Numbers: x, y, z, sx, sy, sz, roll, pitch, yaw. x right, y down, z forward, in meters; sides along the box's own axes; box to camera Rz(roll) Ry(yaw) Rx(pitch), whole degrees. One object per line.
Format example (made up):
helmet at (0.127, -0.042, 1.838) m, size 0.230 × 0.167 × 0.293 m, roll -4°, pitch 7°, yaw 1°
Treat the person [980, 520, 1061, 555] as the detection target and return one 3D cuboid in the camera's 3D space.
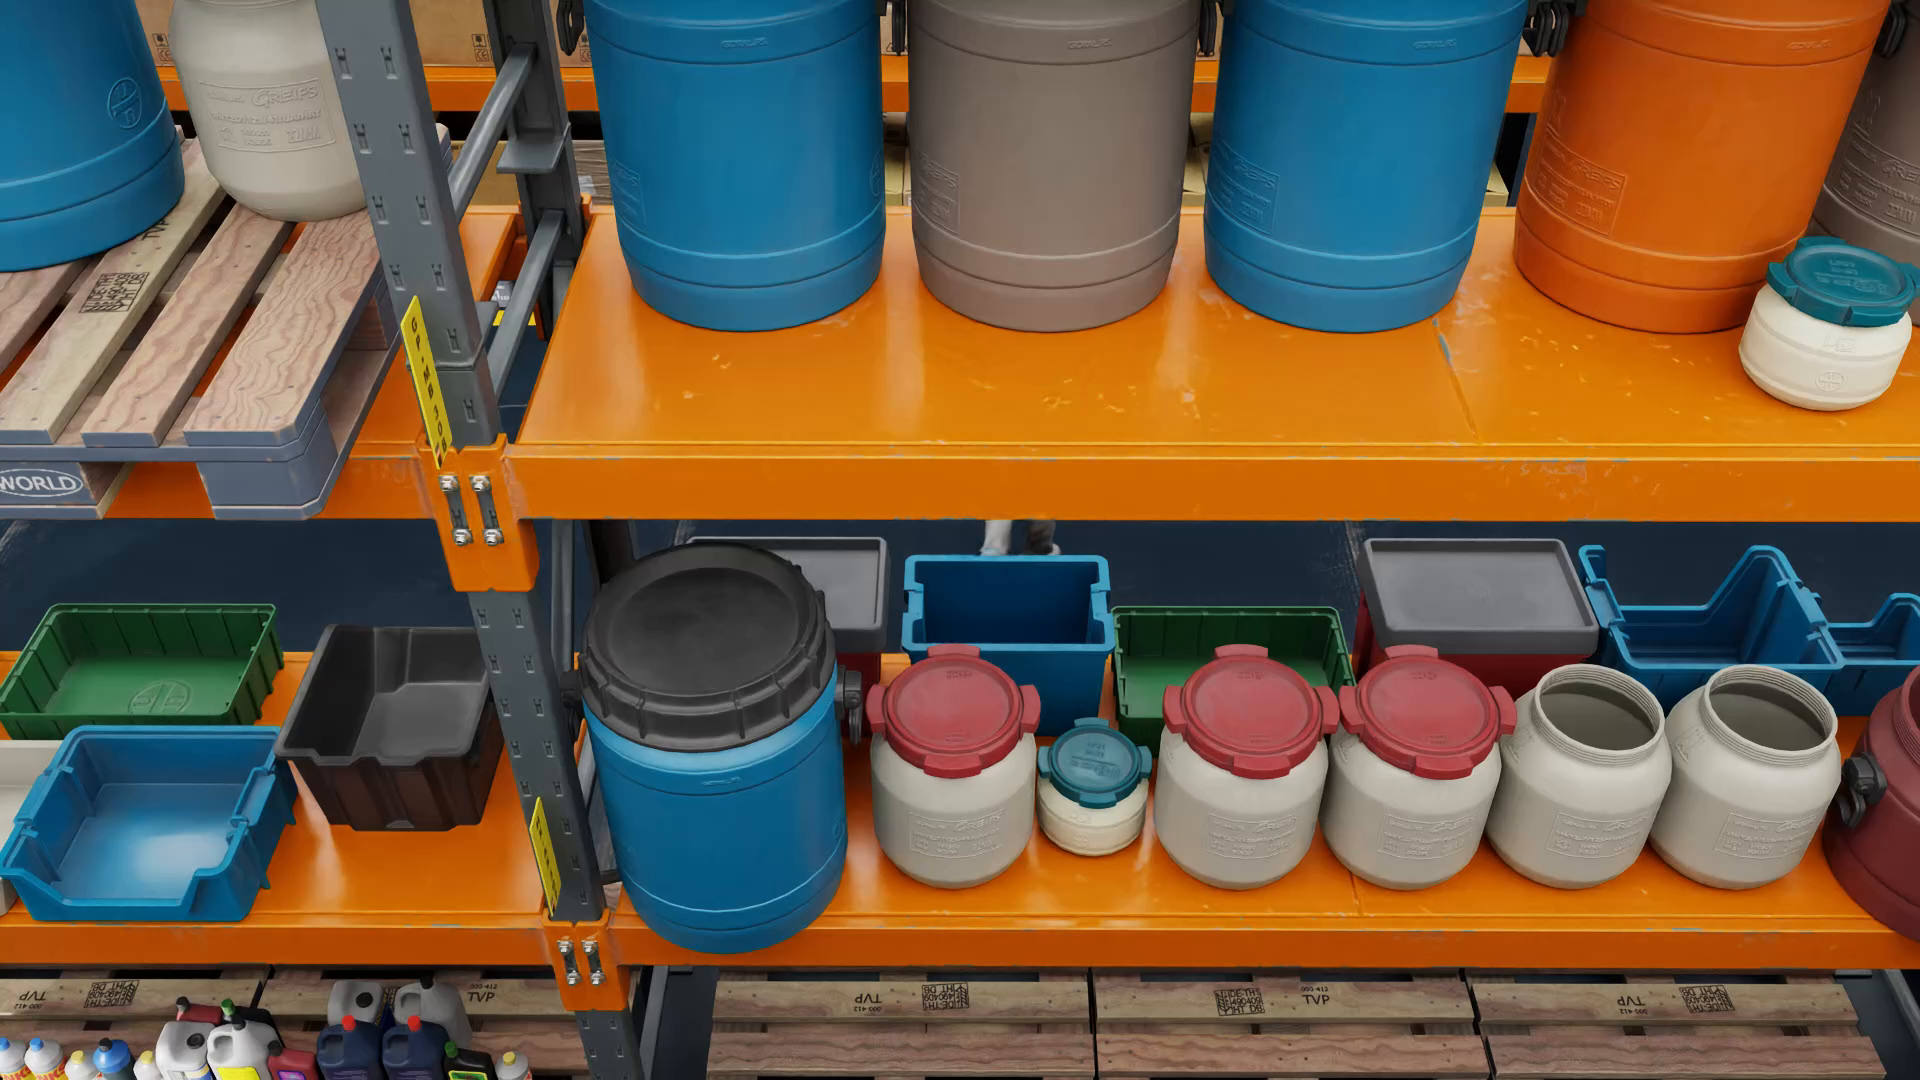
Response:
person at (0.275, -0.400, 6.612) m, size 0.439 × 1.589 × 0.557 m, roll 17°, pitch 43°, yaw 19°
